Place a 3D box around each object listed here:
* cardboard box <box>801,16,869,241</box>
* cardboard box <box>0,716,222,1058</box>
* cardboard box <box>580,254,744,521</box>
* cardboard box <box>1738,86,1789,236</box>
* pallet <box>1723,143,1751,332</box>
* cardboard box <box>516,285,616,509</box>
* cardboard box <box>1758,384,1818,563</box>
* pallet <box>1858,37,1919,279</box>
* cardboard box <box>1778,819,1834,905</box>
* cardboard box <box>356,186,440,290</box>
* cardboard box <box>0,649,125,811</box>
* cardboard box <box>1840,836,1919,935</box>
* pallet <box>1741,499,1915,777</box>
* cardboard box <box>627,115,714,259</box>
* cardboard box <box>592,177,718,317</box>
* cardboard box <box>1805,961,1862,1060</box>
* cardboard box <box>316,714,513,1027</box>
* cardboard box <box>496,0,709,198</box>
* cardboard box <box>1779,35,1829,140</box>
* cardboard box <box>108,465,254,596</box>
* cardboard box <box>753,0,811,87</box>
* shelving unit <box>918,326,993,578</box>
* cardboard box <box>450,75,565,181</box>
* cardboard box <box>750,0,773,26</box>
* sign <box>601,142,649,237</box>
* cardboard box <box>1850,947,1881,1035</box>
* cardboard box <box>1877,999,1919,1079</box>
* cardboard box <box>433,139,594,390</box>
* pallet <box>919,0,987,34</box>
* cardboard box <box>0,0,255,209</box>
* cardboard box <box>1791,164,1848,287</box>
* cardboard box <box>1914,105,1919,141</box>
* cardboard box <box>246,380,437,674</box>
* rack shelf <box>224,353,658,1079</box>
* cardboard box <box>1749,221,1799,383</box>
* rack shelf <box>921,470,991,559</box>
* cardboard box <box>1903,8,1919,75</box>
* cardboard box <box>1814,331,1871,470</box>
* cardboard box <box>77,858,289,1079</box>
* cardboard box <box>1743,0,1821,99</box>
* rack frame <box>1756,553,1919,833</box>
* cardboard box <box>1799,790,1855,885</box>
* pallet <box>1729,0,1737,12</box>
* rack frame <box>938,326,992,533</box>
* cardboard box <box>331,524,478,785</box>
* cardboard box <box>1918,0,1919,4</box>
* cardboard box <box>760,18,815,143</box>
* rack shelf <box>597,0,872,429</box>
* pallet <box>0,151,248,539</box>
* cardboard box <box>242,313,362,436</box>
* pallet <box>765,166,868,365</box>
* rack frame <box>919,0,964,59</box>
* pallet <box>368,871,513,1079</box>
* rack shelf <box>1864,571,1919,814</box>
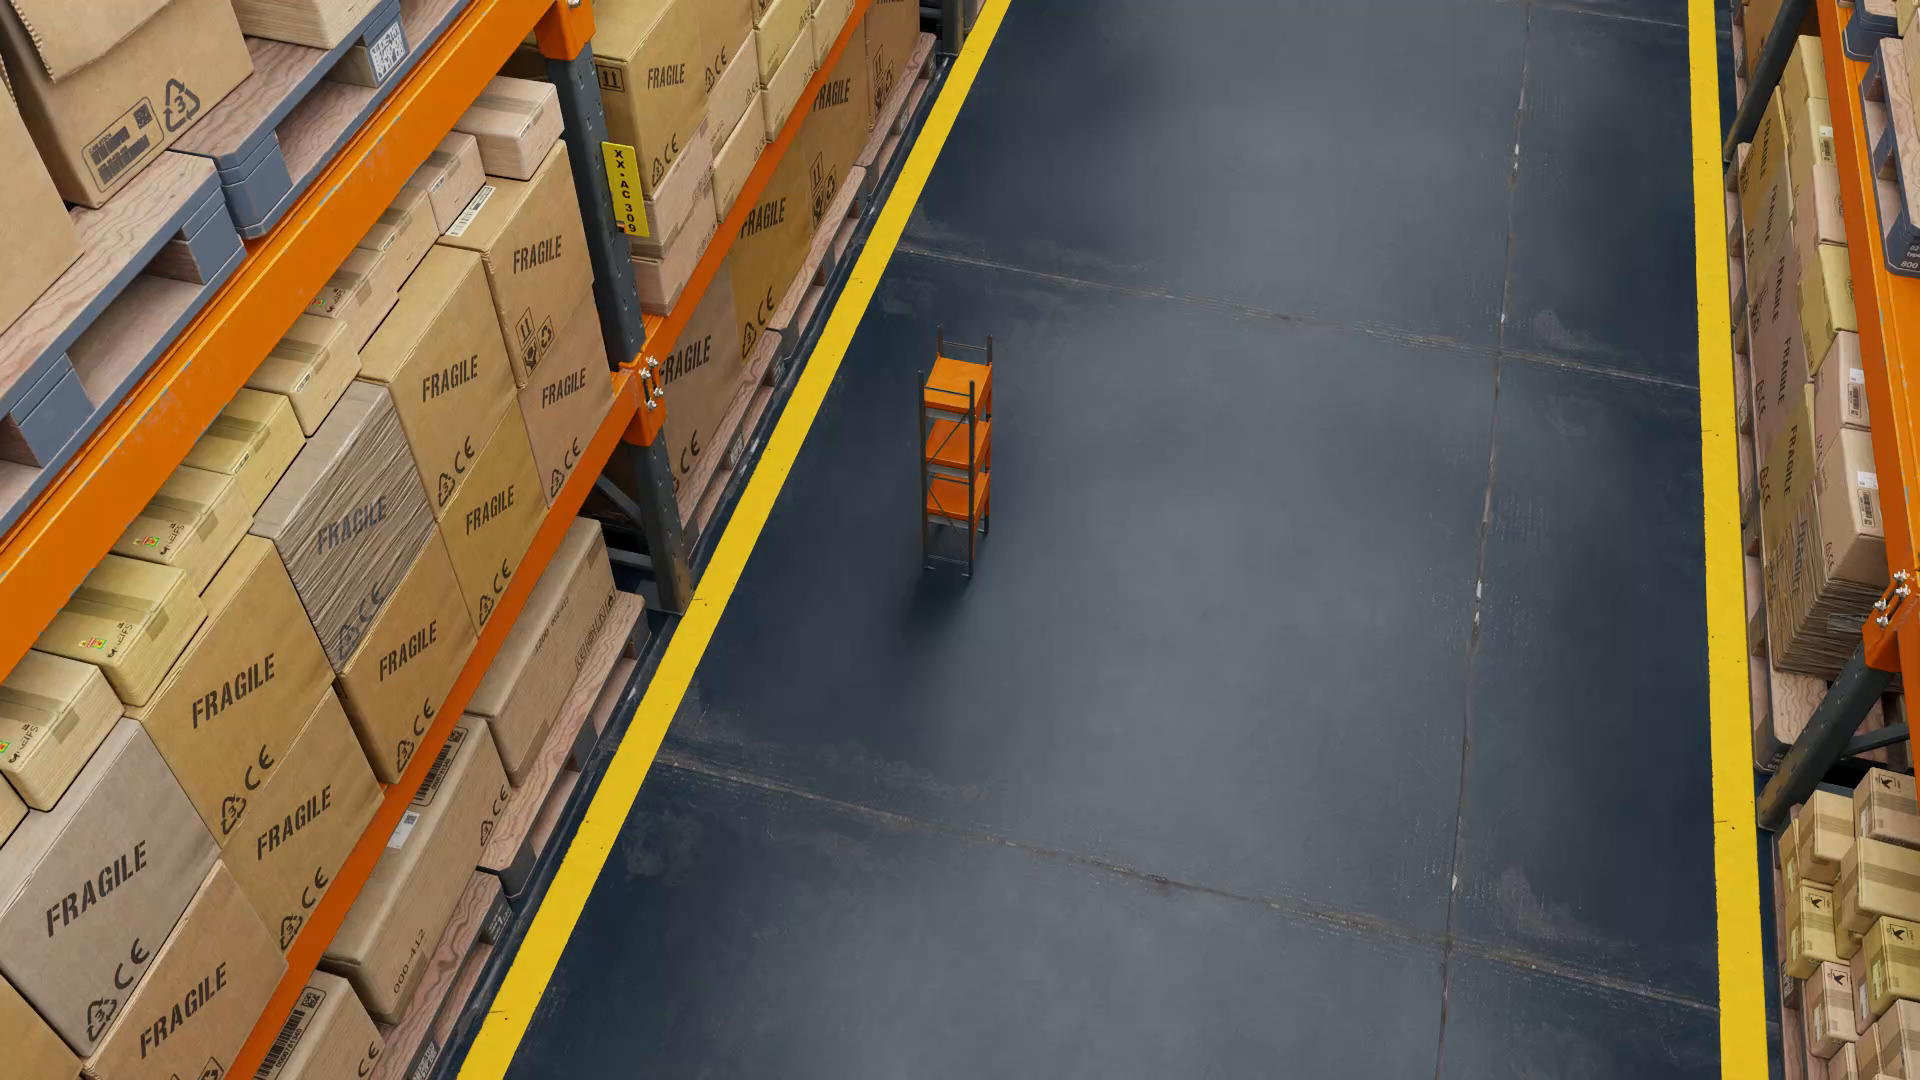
[{"bbox_3d":[-0.980,-2.039,7.605,0.875,0.875,0.875,12,50,10],"label":"cardboard box"},{"bbox_3d":[-1.926,0.652,3.359,0.500,0.500,0.500,11,50,10],"label":"cardboard box"},{"bbox_3d":[-1.446,-0.737,6.456,0.875,0.875,0.875,13,50,11],"label":"cardboard box"},{"bbox_3d":[3.891,-1.677,7.535,0.500,0.500,0.500,10,49,8],"label":"cardboard box"},{"bbox_3d":[4.116,-1.339,7.710,1.003,0.211,1.213,12,50,10],"label":"pallet"},{"bbox_3d":[-1.407,-0.484,5.029,0.500,0.500,0.500,12,50,10],"label":"cardboard box"},{"bbox_3d":[3.357,-0.201,6.233,0.500,0.500,0.500,11,49,9],"label":"cardboard box"},{"bbox_3d":[3.842,-1.323,5.964,1.003,0.211,1.213,12,50,10],"label":"pallet"},{"bbox_3d":[2.865,1.071,5.344,0.380,0.149,0.250,10,49,8],"label":"cardboard box"},{"bbox_3d":[-1.555,-0.782,4.192,0.380,0.149,0.250,12,50,10],"label":"cardboard box"},{"bbox_3d":[-1.868,0.340,3.202,0.380,0.149,0.250,12,50,10],"label":"cardboard box"},{"bbox_3d":[2.850,1.070,4.948,0.380,0.149,0.250,14,50,12],"label":"cardboard box"},{"bbox_3d":[3.474,0.426,6.152,1.003,0.211,1.213,12,50,10],"label":"pallet"},{"bbox_3d":[-1.144,-1.215,5.508,0.500,0.250,0.500,10,49,9],"label":"cardboard box"},{"bbox_3d":[-1.161,-1.054,5.698,0.500,0.250,0.500,11,49,9],"label":"cardboard box"},{"bbox_3d":[2.779,1.454,5.007,0.380,0.149,0.250,11,50,10],"label":"cardboard box"},{"bbox_3d":[-2.036,0.952,5.256,0.875,0.438,0.875,10,49,9],"label":"cardboard box"},{"bbox_3d":[-1.139,-1.463,5.225,0.500,0.500,0.500,12,50,10],"label":"cardboard box"},{"bbox_3d":[3.908,-1.936,7.263,0.500,0.250,0.500,10,49,8],"label":"cardboard box"},{"bbox_3d":[-1.753,-0.037,3.535,0.380,0.149,0.250,12,50,10],"label":"cardboard box"},{"bbox_3d":[-0.875,-1.958,6.163,0.500,0.250,0.500,12,50,11],"label":"cardboard box"},{"bbox_3d":[-0.014,-0.309,6.241,0.215,1.050,0.252,12,50,10],"label":"shelving unit"},{"bbox_3d":[-1.306,-1.130,4.499,0.380,0.149,0.250,11,49,9],"label":"cardboard box"},{"bbox_3d":[-0.897,-2.198,5.875,0.500,0.500,0.500,10,49,9],"label":"cardboard box"},{"bbox_3d":[-0.996,-1.041,4.957,0.100,0.325,0.005,12,50,10],"label":"sign"},{"bbox_3d":[2.857,1.356,4.895,0.380,0.149,0.250,11,50,10],"label":"cardboard box"},{"bbox_3d":[2.784,1.456,4.608,0.380,0.149,0.250,10,49,9],"label":"cardboard box"},{"bbox_3d":[-1.390,-0.805,4.645,0.500,0.500,0.500,11,50,10],"label":"cardboard box"},{"bbox_3d":[-0.272,-3.373,9.505,1.003,0.211,1.213,12,50,10],"label":"pallet"},{"bbox_3d":[-1.856,-1.054,3.182,0.797,0.503,0.637,15,50,13],"label":"cardboard box"},{"bbox_3d":[3.632,-1.213,6.626,0.500,0.250,0.500,12,50,10],"label":"cardboard box"},{"bbox_3d":[3.594,-1.451,5.837,0.380,0.149,0.250,10,49,9],"label":"cardboard box"},{"bbox_3d":[-1.656,-0.070,3.996,0.500,0.500,0.500,12,50,11],"label":"cardboard box"},{"bbox_3d":[-2.058,0.848,4.400,1.077,0.370,4.000,12,50,10],"label":"rack shelf"},{"bbox_3d":[3.631,-0.941,6.885,0.500,0.500,0.500,10,49,9],"label":"cardboard box"},{"bbox_3d":[-0.014,-0.118,6.457,0.215,0.259,0.240,12,50,10],"label":"rack shelf"},{"bbox_3d":[3.732,-1.821,6.163,0.380,0.149,0.250,13,50,11],"label":"cardboard box"},{"bbox_3d":[3.371,-0.451,5.953,0.500,0.250,0.500,14,50,12],"label":"cardboard box"},{"bbox_3d":[-1.924,0.997,3.722,0.500,0.500,0.500,11,50,10],"label":"cardboard box"},{"bbox_3d":[4.570,-2.644,8.222,1.050,0.750,0.750,11,49,10],"label":"cardboard box"},{"bbox_3d":[3.270,0.067,4.609,1.000,3.000,0.127,12,50,10],"label":"rack frame"},{"bbox_3d":[2.866,0.972,5.234,0.380,0.149,0.250,14,50,12],"label":"cardboard box"},{"bbox_3d":[4.926,-3.339,9.475,1.003,0.211,1.213,12,50,10],"label":"pallet"},{"bbox_3d":[0.018,-0.397,6.319,0.200,1.050,0.008,12,50,10],"label":"rack frame"},{"bbox_3d":[-1.656,0.256,4.376,0.500,0.500,0.500,11,49,9],"label":"cardboard box"},{"bbox_3d":[3.800,-2.098,6.209,0.380,0.149,0.250,12,50,10],"label":"cardboard box"},{"bbox_3d":[-0.876,-1.796,6.353,0.500,0.250,0.500,11,50,10],"label":"cardboard box"},{"bbox_3d":[-1.005,-2.046,6.953,1.077,0.370,4.000,12,50,10],"label":"rack shelf"},{"bbox_3d":[-2.080,-0.331,3.019,1.003,0.211,1.213,12,50,10],"label":"pallet"},{"bbox_3d":[-1.635,-0.408,3.862,0.380,0.149,0.250,11,50,10],"label":"cardboard box"},{"bbox_3d":[-1.082,-1.373,7.739,1.003,0.211,1.213,12,50,10],"label":"pallet"},{"bbox_3d":[-0.479,-3.730,7.961,1.000,3.000,0.127,12,50,10],"label":"rack frame"},{"bbox_3d":[-2.127,1.506,5.199,1.003,0.211,1.213,12,50,10],"label":"pallet"},{"bbox_3d":[2.744,1.751,3.602,1.077,0.370,4.000,12,50,10],"label":"rack shelf"}]
